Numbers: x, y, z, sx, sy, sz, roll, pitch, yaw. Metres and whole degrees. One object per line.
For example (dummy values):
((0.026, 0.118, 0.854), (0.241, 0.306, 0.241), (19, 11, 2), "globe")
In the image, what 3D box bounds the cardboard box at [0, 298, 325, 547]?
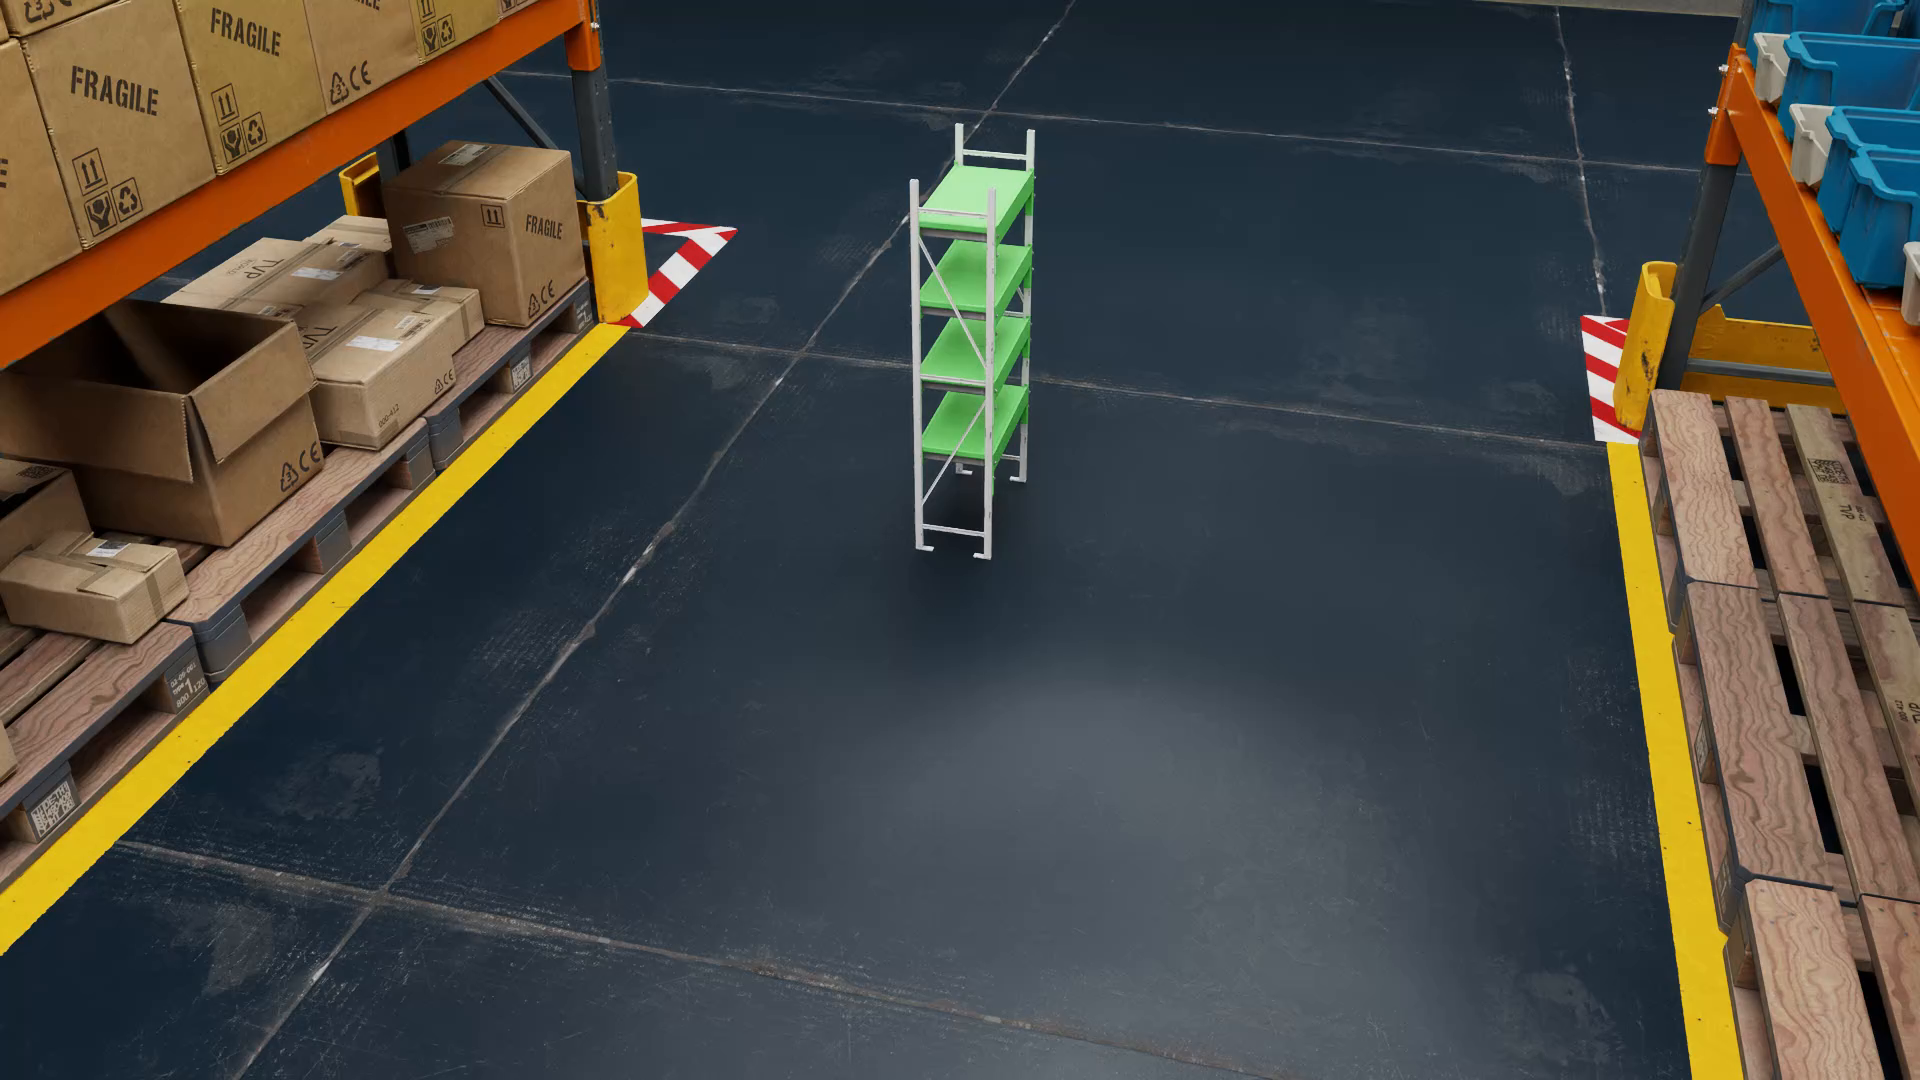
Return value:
((-2.397, -0.360, 4.937), (0.797, 0.503, 0.637), (8, 33, 12), "cardboard box")

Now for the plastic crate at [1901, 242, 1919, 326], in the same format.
((2.073, -0.435, 3.328), (0.293, 0.136, 0.466), (8, 33, 12), "plastic crate")

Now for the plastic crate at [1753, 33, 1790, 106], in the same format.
((2.394, -1.327, 4.732), (0.250, 0.136, 0.298), (8, 33, 12), "plastic crate")

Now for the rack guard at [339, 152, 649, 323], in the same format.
((-1.873, -1.234, 6.725), (1.175, 0.500, 0.348), (8, 33, 12), "rack guard")

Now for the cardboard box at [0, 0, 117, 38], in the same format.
((-2.216, -1.457, 3.721), (0.500, 0.500, 0.500), (7, 33, 11), "cardboard box")

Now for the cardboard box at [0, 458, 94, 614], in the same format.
((-2.808, -0.027, 4.592), (0.500, 0.311, 0.500), (8, 33, 12), "cardboard box")

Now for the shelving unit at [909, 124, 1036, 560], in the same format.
((0.042, -0.592, 5.063), (0.258, 1.200, 0.503), (8, 33, 12), "shelving unit")

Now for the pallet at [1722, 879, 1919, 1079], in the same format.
((2.071, 1.214, 3.144), (1.003, 0.211, 1.213), (8, 33, 12), "pallet")

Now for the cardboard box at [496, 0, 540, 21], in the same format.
((-1.704, -2.101, 5.665), (0.500, 0.500, 0.500), (9, 34, 14), "cardboard box")

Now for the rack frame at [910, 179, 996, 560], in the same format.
((-0.020, -0.466, 4.864), (0.240, 1.200, 0.015), (8, 33, 12), "rack frame")

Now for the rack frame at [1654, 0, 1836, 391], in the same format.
((2.937, -1.652, 5.052), (1.000, 3.000, 0.127), (8, 33, 12), "rack frame")

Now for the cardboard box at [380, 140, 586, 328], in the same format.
((-1.753, -1.143, 6.172), (0.500, 0.500, 0.500), (8, 33, 12), "cardboard box")

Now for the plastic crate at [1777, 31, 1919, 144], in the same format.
((2.388, -1.181, 4.413), (0.416, 0.233, 0.300), (8, 33, 12), "plastic crate")

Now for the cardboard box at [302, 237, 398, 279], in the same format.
((-2.356, -1.018, 6.286), (0.380, 0.166, 0.250), (8, 33, 12), "cardboard box")

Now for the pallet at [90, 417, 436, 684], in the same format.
((-2.386, -0.067, 5.159), (1.003, 0.211, 1.213), (8, 33, 12), "pallet")

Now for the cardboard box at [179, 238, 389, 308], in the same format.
((-2.393, -0.850, 5.945), (0.500, 0.250, 0.500), (8, 33, 12), "cardboard box")

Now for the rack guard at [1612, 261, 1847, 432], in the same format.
((2.930, -0.611, 5.745), (1.175, 0.500, 0.348), (8, 33, 12), "rack guard")

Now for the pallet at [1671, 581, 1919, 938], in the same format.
((2.378, 0.579, 4.143), (1.003, 0.211, 1.213), (8, 33, 12), "pallet")

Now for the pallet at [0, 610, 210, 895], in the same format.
((-2.694, 0.568, 4.160), (1.003, 0.211, 1.213), (8, 33, 12), "pallet")

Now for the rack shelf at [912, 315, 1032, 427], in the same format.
((0.042, -0.538, 5.098), (0.258, 0.148, 0.480), (8, 33, 12), "rack shelf")

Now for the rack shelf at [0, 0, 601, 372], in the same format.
((-2.361, -0.987, 4.677), (1.077, 0.370, 4.000), (8, 33, 12), "rack shelf")

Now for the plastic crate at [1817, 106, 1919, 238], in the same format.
((2.221, -0.840, 3.875), (0.416, 0.233, 0.300), (8, 33, 12), "plastic crate")

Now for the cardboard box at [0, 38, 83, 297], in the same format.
((-2.349, -0.788, 3.600), (0.500, 0.500, 0.500), (9, 33, 13), "cardboard box")

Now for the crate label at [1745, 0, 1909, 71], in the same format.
((2.555, -1.523, 4.950), (0.416, 0.233, 0.303), (8, 33, 12), "crate label")

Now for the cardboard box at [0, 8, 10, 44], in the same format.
((-2.347, -1.190, 3.302), (0.500, 0.500, 0.500), (7, 33, 11), "cardboard box")

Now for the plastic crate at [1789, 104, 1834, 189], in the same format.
((2.222, -0.975, 4.178), (0.250, 0.136, 0.298), (8, 33, 12), "plastic crate")

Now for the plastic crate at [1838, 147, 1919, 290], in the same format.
((2.145, -0.684, 3.630), (0.416, 0.233, 0.300), (8, 33, 12), "plastic crate")

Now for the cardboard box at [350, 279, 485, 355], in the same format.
((-1.943, -0.804, 5.950), (0.380, 0.166, 0.250), (8, 33, 12), "cardboard box")

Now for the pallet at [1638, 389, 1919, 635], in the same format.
((2.690, -0.052, 5.135), (1.003, 0.211, 1.213), (8, 33, 12), "pallet")

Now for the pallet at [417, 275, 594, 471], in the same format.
((-2.074, -0.698, 6.151), (1.003, 0.211, 1.213), (8, 33, 12), "pallet")

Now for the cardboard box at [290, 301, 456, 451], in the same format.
((-2.024, -0.549, 5.470), (0.500, 0.250, 0.500), (8, 33, 12), "cardboard box")

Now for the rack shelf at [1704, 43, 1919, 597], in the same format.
((2.429, -0.310, 3.613), (1.077, 0.370, 4.000), (8, 33, 12), "rack shelf")

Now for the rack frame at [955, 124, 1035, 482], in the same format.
((0.104, -0.719, 5.262), (0.240, 1.200, 0.015), (8, 33, 12), "rack frame")

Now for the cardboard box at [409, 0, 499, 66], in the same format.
((-1.832, -1.831, 5.241), (0.500, 0.500, 0.500), (8, 33, 13), "cardboard box")

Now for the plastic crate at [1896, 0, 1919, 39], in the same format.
((3.032, -1.493, 4.713), (0.616, 0.435, 0.499), (8, 33, 12), "plastic crate")

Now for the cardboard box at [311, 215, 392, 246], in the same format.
((-2.292, -1.140, 6.495), (0.380, 0.149, 0.250), (8, 33, 12), "cardboard box")

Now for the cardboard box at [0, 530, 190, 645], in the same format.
((-2.343, 0.119, 4.498), (0.380, 0.166, 0.250), (8, 33, 12), "cardboard box")

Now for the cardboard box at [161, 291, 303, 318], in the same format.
((-2.520, -0.591, 5.536), (0.500, 0.250, 0.500), (8, 33, 12), "cardboard box")

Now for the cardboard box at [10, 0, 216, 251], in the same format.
((-2.220, -1.047, 4.008), (0.500, 0.500, 0.500), (8, 33, 12), "cardboard box")

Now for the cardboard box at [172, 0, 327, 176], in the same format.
((-2.092, -1.311, 4.424), (0.500, 0.500, 0.500), (8, 33, 12), "cardboard box")

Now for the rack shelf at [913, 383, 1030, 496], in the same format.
((0.042, -0.336, 5.226), (0.258, 0.148, 0.480), (8, 33, 12), "rack shelf")

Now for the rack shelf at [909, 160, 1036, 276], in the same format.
((0.042, -0.943, 4.840), (0.258, 0.148, 0.480), (8, 33, 12), "rack shelf")

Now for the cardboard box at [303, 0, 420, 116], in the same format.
((-1.964, -1.573, 4.835), (0.500, 0.500, 0.500), (8, 33, 13), "cardboard box")

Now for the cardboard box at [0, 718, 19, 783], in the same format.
((-2.553, 0.508, 3.751), (0.500, 0.311, 0.500), (8, 33, 12), "cardboard box")

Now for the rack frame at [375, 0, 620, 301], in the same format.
((-1.854, -2.328, 6.116), (1.000, 3.000, 0.127), (8, 33, 12), "rack frame")

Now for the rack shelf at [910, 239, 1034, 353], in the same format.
((0.042, -0.741, 4.969), (0.258, 0.148, 0.480), (8, 33, 12), "rack shelf")
